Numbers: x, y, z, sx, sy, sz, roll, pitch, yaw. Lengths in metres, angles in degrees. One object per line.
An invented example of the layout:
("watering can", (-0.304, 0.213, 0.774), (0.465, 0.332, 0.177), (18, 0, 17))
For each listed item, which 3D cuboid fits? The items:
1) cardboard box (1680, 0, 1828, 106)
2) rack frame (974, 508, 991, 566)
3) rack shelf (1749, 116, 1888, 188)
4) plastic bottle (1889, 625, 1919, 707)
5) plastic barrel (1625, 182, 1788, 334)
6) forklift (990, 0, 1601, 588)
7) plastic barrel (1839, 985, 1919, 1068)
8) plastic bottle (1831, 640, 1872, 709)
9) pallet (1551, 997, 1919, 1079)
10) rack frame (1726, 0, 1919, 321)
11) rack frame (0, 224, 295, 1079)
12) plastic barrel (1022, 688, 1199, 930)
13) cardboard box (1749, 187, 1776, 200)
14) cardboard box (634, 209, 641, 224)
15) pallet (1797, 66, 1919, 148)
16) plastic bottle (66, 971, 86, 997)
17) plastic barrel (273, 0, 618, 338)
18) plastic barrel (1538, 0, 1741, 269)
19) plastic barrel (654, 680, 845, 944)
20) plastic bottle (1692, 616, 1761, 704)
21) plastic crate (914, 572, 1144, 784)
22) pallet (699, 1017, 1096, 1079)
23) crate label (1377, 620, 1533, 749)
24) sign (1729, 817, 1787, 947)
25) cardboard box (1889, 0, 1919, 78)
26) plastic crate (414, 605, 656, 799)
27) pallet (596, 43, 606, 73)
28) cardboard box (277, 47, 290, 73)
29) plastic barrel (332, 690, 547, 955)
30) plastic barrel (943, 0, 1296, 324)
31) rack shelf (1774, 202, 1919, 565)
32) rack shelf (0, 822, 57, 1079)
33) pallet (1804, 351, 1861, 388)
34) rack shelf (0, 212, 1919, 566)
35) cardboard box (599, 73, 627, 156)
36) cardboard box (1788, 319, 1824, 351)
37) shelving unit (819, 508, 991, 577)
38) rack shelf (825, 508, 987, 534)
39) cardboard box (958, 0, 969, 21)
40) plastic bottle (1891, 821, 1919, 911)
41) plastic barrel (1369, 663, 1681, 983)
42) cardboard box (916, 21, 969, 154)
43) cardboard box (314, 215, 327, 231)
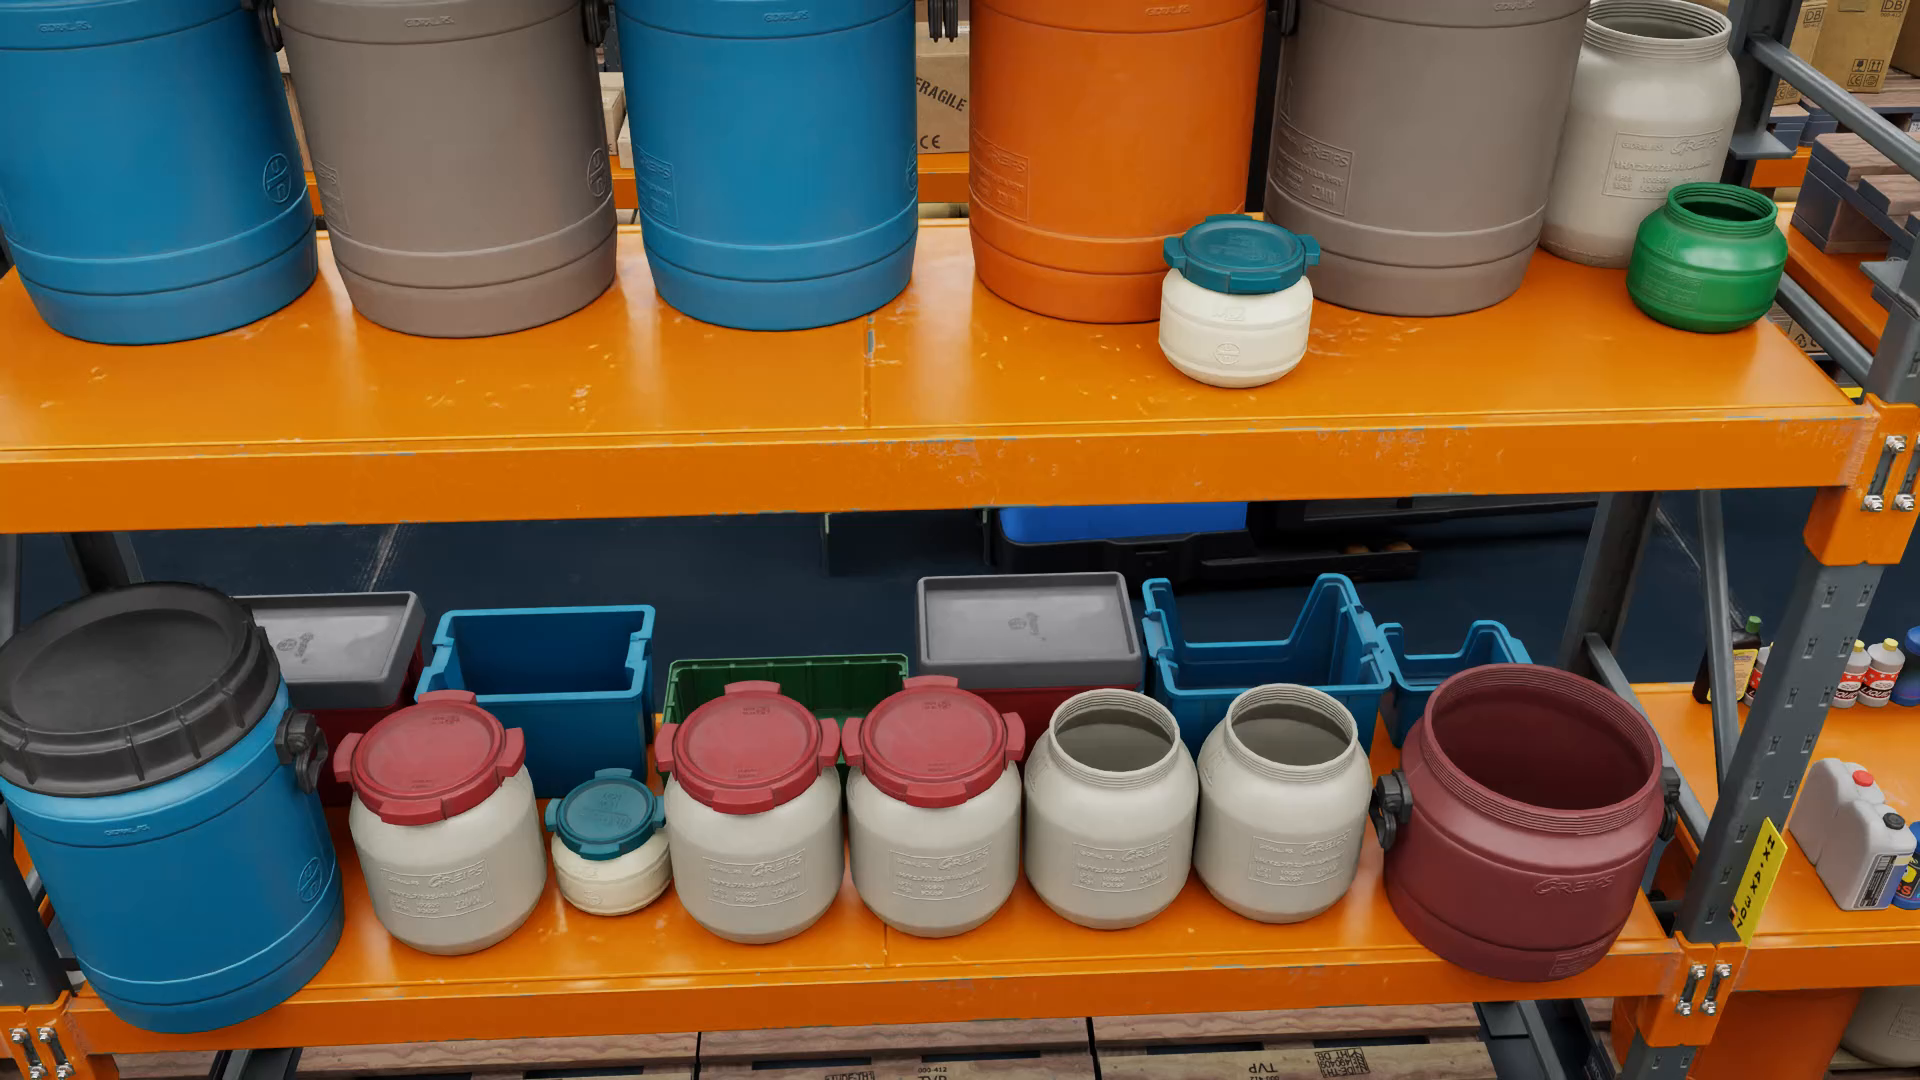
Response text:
("cardboard box", (3.805, -2.510, 8.284), (0.500, 0.500, 0.700), (-10, 36, -14))
("rack frame", (0.103, -0.612, 7.316), (0.023, 1.500, 0.400), (-4, 35, -5))
("rack shelf", (3.569, -2.029, 8.678), (4.000, 0.370, 1.077), (-2, 35, -2))
("plastic bottle", (2.727, 0.340, 4.736), (0.097, 0.271, 0.097), (0, 35, 0))
("plastic barrel", (1.558, -0.589, 3.466), (0.294, 0.245, 0.294), (0, 35, 0))
("forklift", (1.636, -1.314, 7.073), (3.031, 2.935, 1.130), (-4, 35, -5))
("plastic barrel", (2.850, 1.306, 5.044), (0.421, 0.512, 0.421), (0, 35, 0))
("plastic bottle", (2.533, 0.374, 4.748), (0.097, 0.201, 0.097), (0, 35, 0))
("pallet", (2.588, 1.646, 5.186), (1.213, 0.211, 1.003), (-2, 35, -2))
("rack frame", (1.802, -1.922, 2.620), (0.127, 3.000, 1.000), (-2, 35, -2))
("rack frame", (-2.193, 0.652, 4.171), (0.127, 3.000, 1.000), (-2, 35, -2))
("plastic barrel", (0.364, 0.659, 4.063), (0.421, 0.512, 0.421), (0, 35, 0))
("cardboard box", (4.073, -1.939, 9.067), (0.500, 0.250, 0.500), (-1, 35, -2))
("cardboard box", (-1.514, -1.627, 9.020), (0.500, 0.311, 0.500), (-1, 35, -1))
("pallet", (4.763, -2.340, 8.665), (1.213, 0.211, 1.003), (-2, 35, -2))
("plastic bottle", (-2.736, 1.387, 5.182), (0.097, 0.201, 0.097), (0, 35, 0))
("plastic barrel", (-1.042, -0.942, 3.399), (0.600, 0.901, 0.600), (0, 35, 0))
("plastic barrel", (1.477, -0.901, 3.681), (0.421, 0.512, 0.421), (0, 35, 0))
("plastic barrel", (-0.495, 0.676, 4.018), (0.433, 0.535, 0.433), (0, 35, 0))
("plastic bottle", (2.186, 0.339, 4.726), (0.133, 0.283, 0.061), (-2, 35, -2))
("plastic crate", (0.173, 0.388, 4.497), (0.583, 0.464, 0.402), (-2, 35, -2))
("pallet", (-0.189, 1.721, 5.077), (1.213, 0.211, 1.003), (-2, 35, -2))
("crate label", (1.364, 0.412, 4.666), (0.416, 0.233, 0.303), (-2, 35, -2))
("sign", (1.835, 0.790, 3.829), (0.005, 0.325, 0.100), (-2, 35, -2))
("cardboard box", (5.083, -2.707, 8.569), (0.500, 0.500, 0.700), (-13, 37, -18))
("plastic crate", (-1.106, 0.452, 4.474), (0.575, 0.384, 0.392), (-2, 35, -2))
("pallet", (-3.332, -3.794, 13.047), (1.213, 0.211, 1.003), (-2, 35, -2))
("cardboard box", (-3.194, -2.328, 7.820), (0.250, 0.149, 0.380), (-3, 35, -4))
("plastic barrel", (-1.227, 0.695, 3.990), (0.433, 0.535, 0.433), (0, 35, 0))
("plastic barrel", (0.318, -0.949, 3.472), (0.708, 0.830, 0.600), (-2, 35, -2))
("rack shelf", (3.800, -0.447, 3.756), (4.000, 0.370, 1.077), (-2, 35, -2))
("rack shelf", (-4.191, 1.002, 4.298), (4.000, 0.370, 1.077), (-2, 35, -2))
("pallet", (4.756, -1.189, 9.282), (1.213, 0.211, 1.003), (-2, 35, -2))
("rack shelf", (-0.196, -0.339, 3.600), (4.000, 0.370, 1.077), (-2, 35, -2))
("cardboard box", (-1.934, -2.140, 8.338), (0.500, 0.250, 0.500), (1, 35, 1))
("cardboard box", (4.593, -1.347, 8.871), (0.500, 0.500, 0.500), (-1, 35, -2))
("shelving unit", (-0.261, -0.588, 7.281), (0.755, 1.500, 0.431), (-4, 35, -5))
("rack shelf", (-0.261, -0.320, 7.467), (0.720, 0.370, 0.431), (-4, 35, -5))
("cardboard box", (0.096, -4.243, 13.055), (0.500, 0.500, 0.700), (-2, 35, -2))
("plastic bottle", (2.367, 0.782, 4.097), (0.097, 0.271, 0.097), (0, 35, 0))
("plastic barrel", (1.353, 0.673, 4.022), (0.708, 0.536, 0.600), (-2, 35, -2))
("cardboard box", (-0.104, -2.258, 8.289), (0.500, 0.500, 0.500), (-3, 35, -5))
("cardboard box", (-3.377, -1.370, 8.482), (0.500, 0.500, 0.500), (-2, 35, -2))
